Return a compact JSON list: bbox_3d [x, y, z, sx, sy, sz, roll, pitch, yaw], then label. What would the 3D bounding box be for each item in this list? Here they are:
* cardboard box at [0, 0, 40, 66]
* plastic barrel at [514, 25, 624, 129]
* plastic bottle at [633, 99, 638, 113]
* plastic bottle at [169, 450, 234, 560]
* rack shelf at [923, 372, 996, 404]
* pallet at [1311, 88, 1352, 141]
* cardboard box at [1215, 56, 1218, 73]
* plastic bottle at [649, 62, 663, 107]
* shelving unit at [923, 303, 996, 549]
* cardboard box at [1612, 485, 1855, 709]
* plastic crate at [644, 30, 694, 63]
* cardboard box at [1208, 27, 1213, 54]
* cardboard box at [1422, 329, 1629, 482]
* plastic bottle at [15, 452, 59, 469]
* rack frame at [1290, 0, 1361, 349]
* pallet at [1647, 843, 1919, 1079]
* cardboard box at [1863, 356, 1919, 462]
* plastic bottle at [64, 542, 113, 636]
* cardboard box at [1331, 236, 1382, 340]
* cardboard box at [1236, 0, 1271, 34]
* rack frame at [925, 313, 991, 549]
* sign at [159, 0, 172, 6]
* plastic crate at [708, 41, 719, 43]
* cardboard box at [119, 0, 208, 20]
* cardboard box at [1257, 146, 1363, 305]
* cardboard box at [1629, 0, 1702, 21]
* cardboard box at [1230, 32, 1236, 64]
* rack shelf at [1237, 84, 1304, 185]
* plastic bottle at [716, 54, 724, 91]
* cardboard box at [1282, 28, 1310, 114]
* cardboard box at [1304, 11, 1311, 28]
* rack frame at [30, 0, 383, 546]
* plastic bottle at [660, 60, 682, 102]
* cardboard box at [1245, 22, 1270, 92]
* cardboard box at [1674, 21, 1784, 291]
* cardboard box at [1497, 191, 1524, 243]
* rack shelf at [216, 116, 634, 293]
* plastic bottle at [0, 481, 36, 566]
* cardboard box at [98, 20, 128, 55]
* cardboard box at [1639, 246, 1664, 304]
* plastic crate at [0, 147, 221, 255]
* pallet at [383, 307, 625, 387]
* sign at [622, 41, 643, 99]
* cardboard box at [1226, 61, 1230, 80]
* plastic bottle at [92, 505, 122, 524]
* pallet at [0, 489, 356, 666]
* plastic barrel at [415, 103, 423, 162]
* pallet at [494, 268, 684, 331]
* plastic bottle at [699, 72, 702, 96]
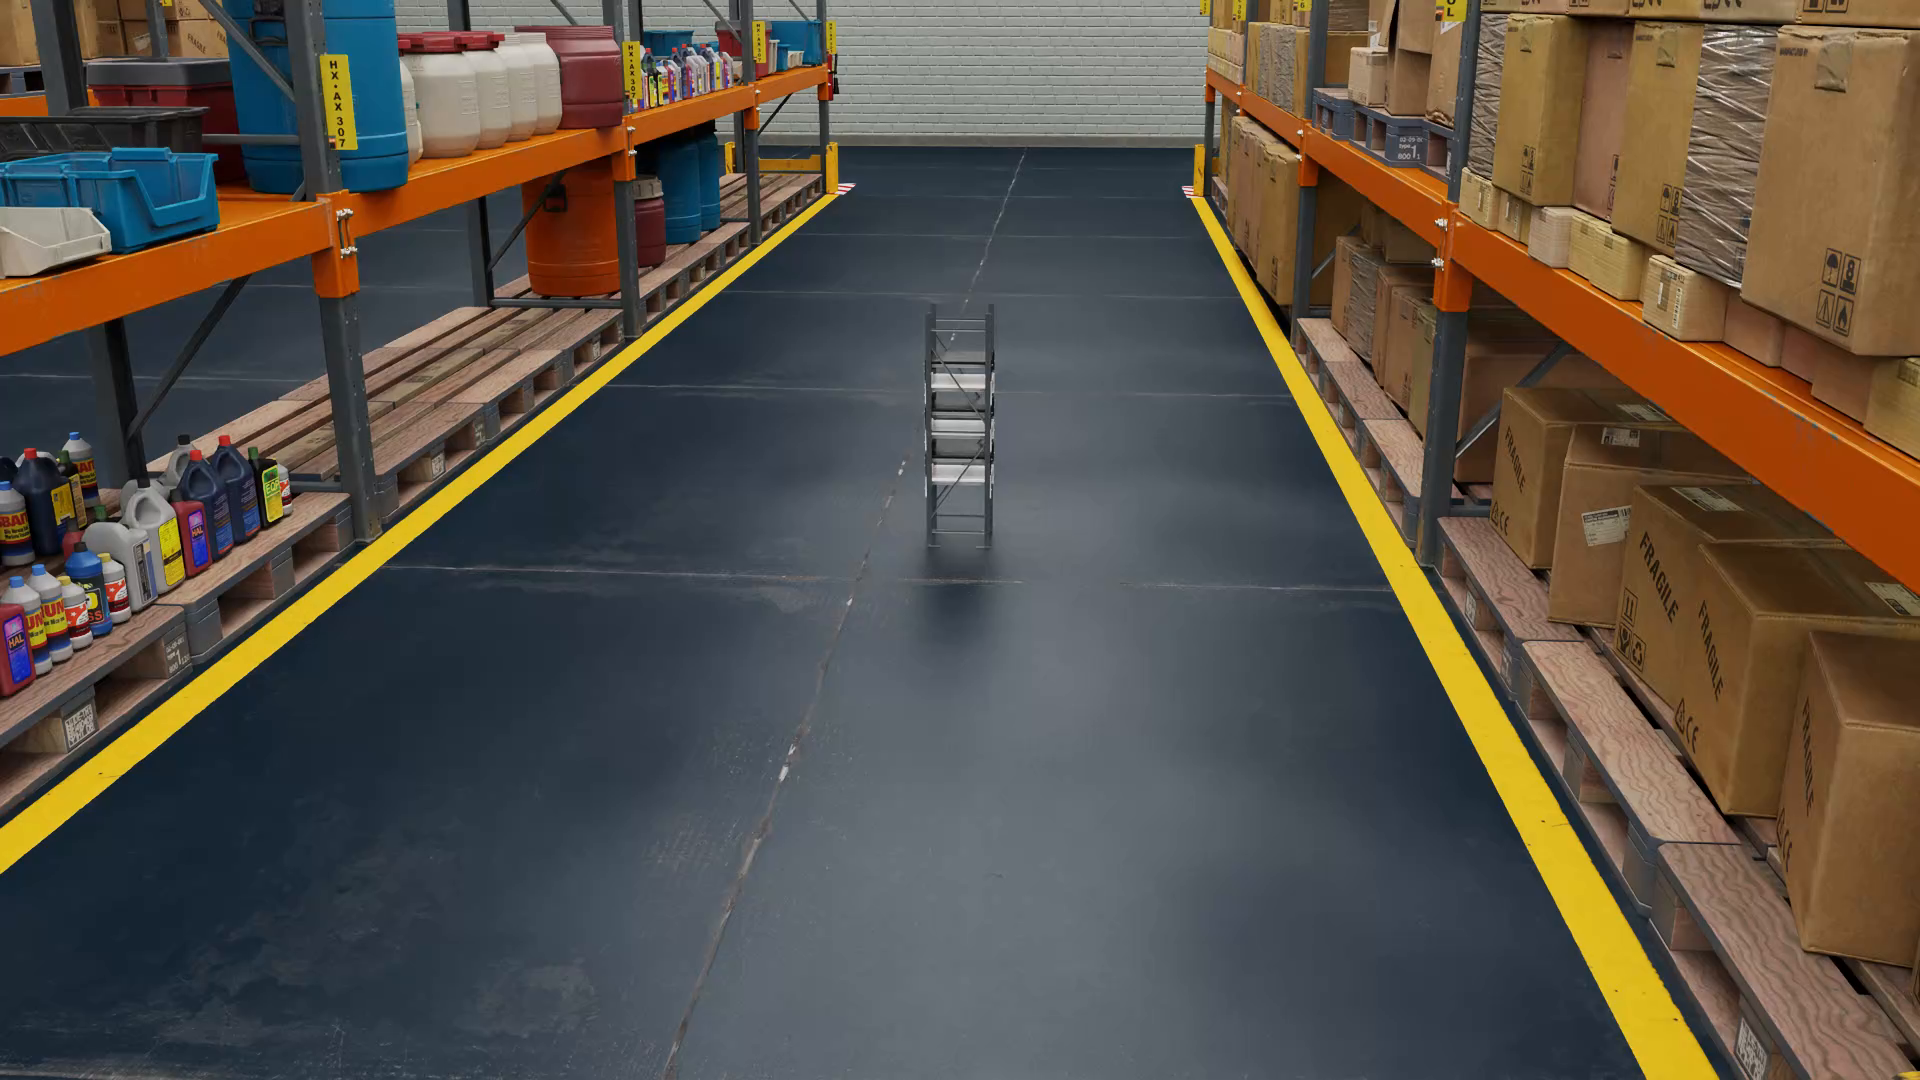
[{"bbox_3d":[-7.182,-3.728,12.149,0.700,0.500,0.500,-3,18,-10],"label":"cardboard box"},{"bbox_3d":[-2.195,-2.591,9.295,0.600,0.536,0.708,1,18,4],"label":"plastic barrel"},{"bbox_3d":[-2.068,-2.776,10.396,0.097,0.201,0.097,0,18,0],"label":"plastic bottle"},{"bbox_3d":[-2.523,-0.119,5.517,0.144,0.351,0.185,0,18,1],"label":"plastic bottle"},{"bbox_3d":[0.001,-0.570,6.245,0.258,0.077,0.200,1,18,4],"label":"rack shelf"},{"bbox_3d":[2.532,-2.252,8.786,1.213,0.211,1.003,1,18,4],"label":"pallet"},{"bbox_3d":[2.624,-4.510,15.773,0.380,0.149,0.250,1,18,3],"label":"cardboard box"},{"bbox_3d":[-2.005,-3.005,10.964,0.061,0.283,0.133,1,18,4],"label":"plastic bottle"},{"bbox_3d":[0.001,-0.430,6.291,0.258,0.900,0.210,1,18,4],"label":"shelving unit"},{"bbox_3d":[2.122,0.160,4.458,0.500,0.500,0.500,0,18,-1],"label":"cardboard box"},{"bbox_3d":[-2.484,-4.093,14.026,0.392,0.384,0.575,1,18,4],"label":"plastic crate"},{"bbox_3d":[2.746,-4.978,16.562,0.500,0.250,0.500,1,18,2],"label":"cardboard box"},{"bbox_3d":[2.255,-0.536,6.549,0.700,0.500,0.500,0,18,0],"label":"cardboard box"},{"bbox_3d":[-3.206,-0.159,5.760,0.152,0.276,0.135,2,18,6],"label":"plastic bottle"},{"bbox_3d":[2.477,-2.567,9.439,1.000,3.000,0.127,1,18,4],"label":"rack frame"},{"bbox_3d":[2.002,0.968,3.130,1.003,0.211,1.213,1,18,4],"label":"pallet"},{"bbox_3d":[1.703,-0.212,2.657,0.380,0.149,0.250,1,18,4],"label":"cardboard box"},{"bbox_3d":[-2.550,0.138,4.859,0.097,0.271,0.097,0,18,0],"label":"plastic bottle"},{"bbox_3d":[2.449,-1.379,9.123,0.700,0.500,0.500,0,18,1],"label":"cardboard box"},{"bbox_3d":[2.530,-4.384,13.544,0.500,0.500,0.500,2,18,5],"label":"cardboard box"},{"bbox_3d":[-0.007,-0.399,6.194,0.240,0.900,0.006,1,18,4],"label":"rack frame"},{"bbox_3d":[-6.563,-4.570,13.694,0.100,0.325,0.005,1,18,4],"label":"sign"},{"bbox_3d":[-2.283,-4.837,16.540,0.416,0.233,0.300,1,18,4],"label":"plastic crate"},{"bbox_3d":[-6.803,-4.694,14.165,0.500,0.500,0.500,2,18,5],"label":"cardboard box"},{"bbox_3d":[2.547,-1.970,10.357,1.225,0.875,0.875,0,18,1],"label":"cardboard box"},{"bbox_3d":[1.809,-1.388,3.598,0.500,0.500,0.500,1,18,4],"label":"cardboard box"},{"bbox_3d":[2.568,-4.183,14.134,0.500,0.250,0.500,2,18,6],"label":"cardboard box"},{"bbox_3d":[2.620,-2.846,11.446,1.077,0.370,4.000,1,18,4],"label":"rack shelf"},{"bbox_3d":[-1.909,-3.617,12.845,0.152,0.276,0.135,1,18,4],"label":"plastic bottle"},{"bbox_3d":[2.306,-2.928,10.380,0.500,0.500,0.500,1,18,3],"label":"cardboard box"},{"bbox_3d":[2.595,-3.520,10.576,0.797,0.503,0.637,2,18,5],"label":"cardboard box"},{"bbox_3d":[-2.750,-1.435,5.985,1.000,3.000,0.127,1,18,4],"label":"rack frame"},{"bbox_3d":[-2.011,-3.176,11.498,0.152,0.276,0.135,1,18,4],"label":"plastic bottle"},{"bbox_3d":[2.481,-3.719,12.796,0.500,0.500,0.500,1,18,4],"label":"cardboard box"},{"bbox_3d":[1.965,-0.753,3.267,0.875,0.500,0.500,1,18,4],"label":"cardboard box"},{"bbox_3d":[1.853,-0.989,5.028,0.380,0.149,0.250,1,18,4],"label":"cardboard box"},{"bbox_3d":[-2.607,-1.714,7.993,1.077,0.370,4.000,1,18,4],"label":"rack shelf"},{"bbox_3d":[-3.112,-0.058,5.459,0.097,0.271,0.097,0,18,0],"label":"plastic bottle"},{"bbox_3d":[-7.337,-4.240,14.384,0.500,0.500,0.500,2,18,5],"label":"cardboard box"},{"bbox_3d":[1.808,-0.600,3.841,0.380,0.149,0.250,1,18,4],"label":"cardboard box"},{"bbox_3d":[-2.559,-1.014,4.941,0.499,0.251,0.616,1,18,4],"label":"plastic crate"},{"bbox_3d":[-2.558,-1.112,9.479,1.003,0.211,1.213,1,18,4],"label":"pallet"},{"bbox_3d":[-1.914,-2.745,9.720,0.100,0.325,0.005,1,18,4],"label":"sign"},{"bbox_3d":[2.532,-4.111,14.556,0.380,0.149,0.250,2,18,5],"label":"cardboard box"},{"bbox_3d":[-2.650,0.019,5.204,0.061,0.283,0.133,1,18,4],"label":"plastic bottle"},{"bbox_3d":[-2.840,0.098,5.785,1.003,0.211,1.213,1,18,4],"label":"pallet"},{"bbox_3d":[-2.502,-1.777,7.250,0.301,0.262,0.301,0,18,0],"label":"plastic barrel"},{"bbox_3d":[-2.449,-1.598,10.961,1.003,0.211,1.213,1,18,4],"label":"pallet"},{"bbox_3d":[-1.936,-3.347,12.139,0.097,0.201,0.097,0,18,0],"label":"plastic bottle"}]
